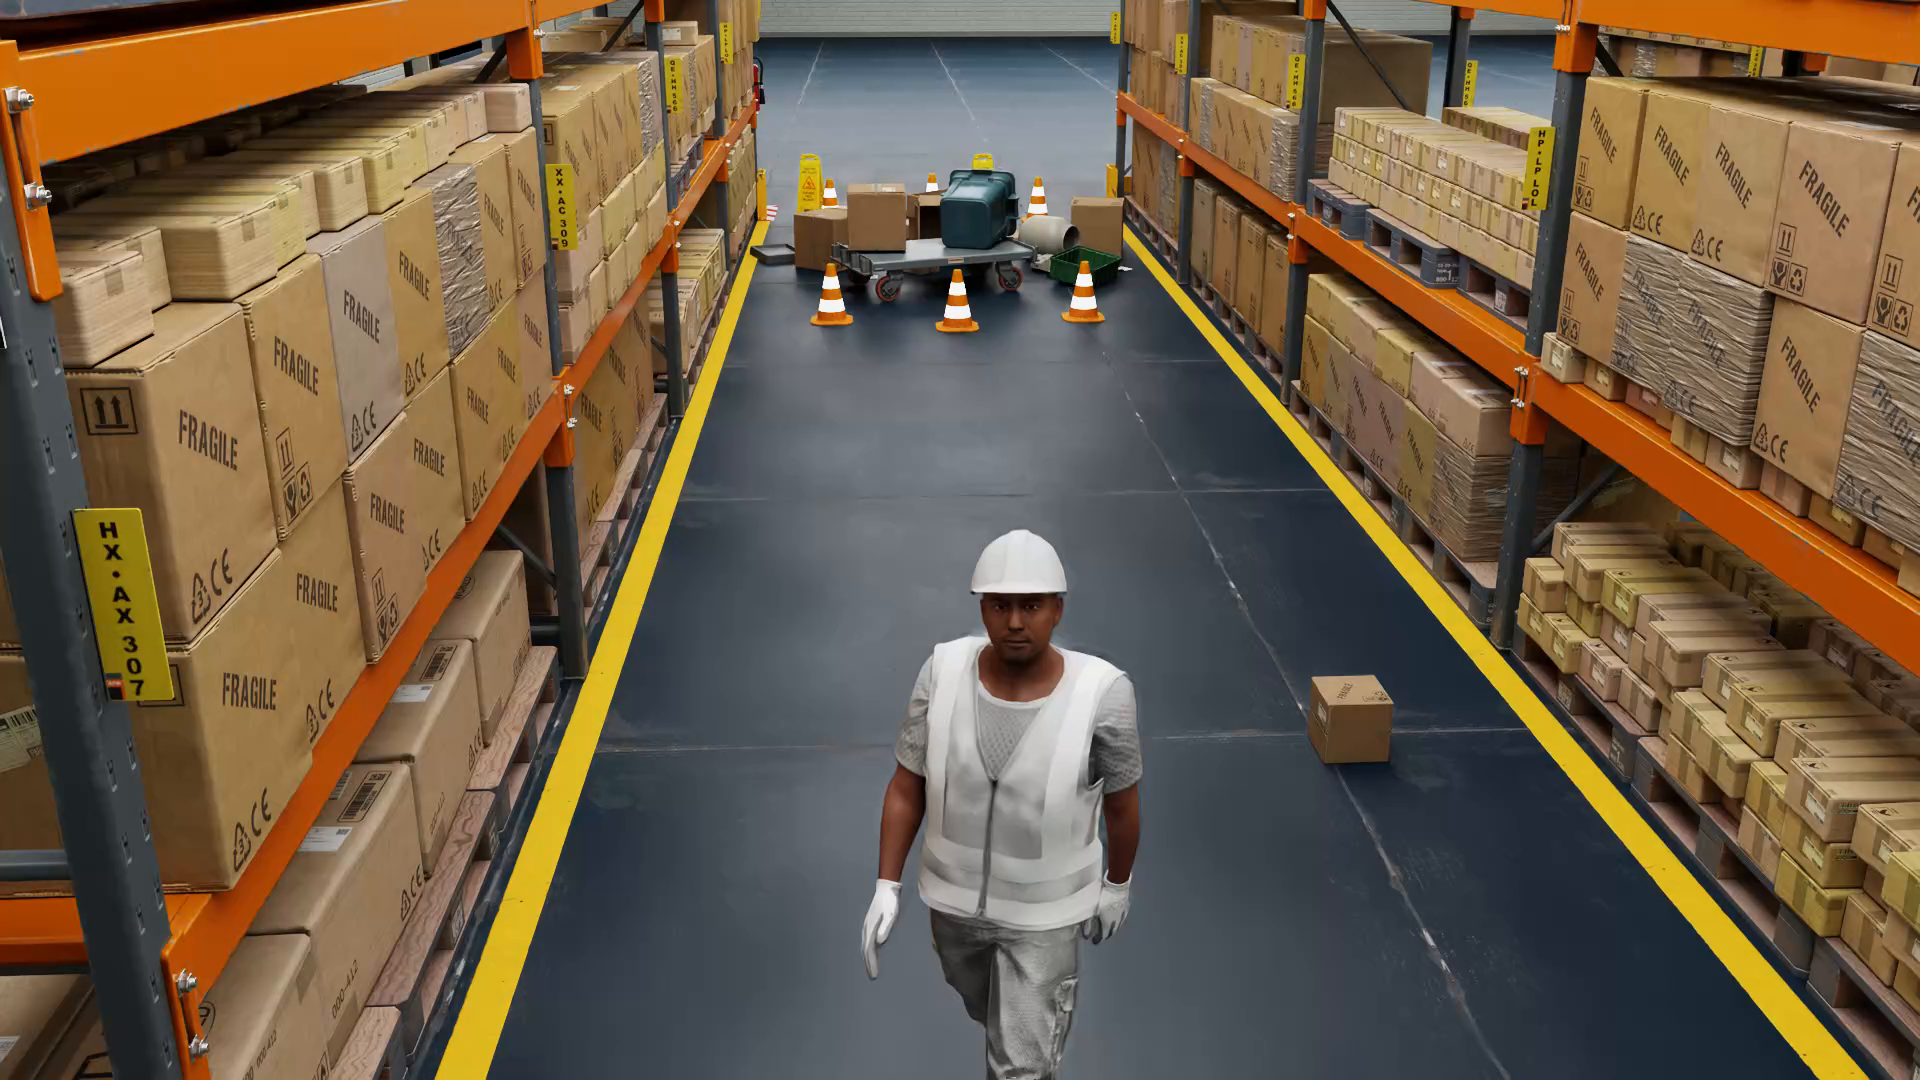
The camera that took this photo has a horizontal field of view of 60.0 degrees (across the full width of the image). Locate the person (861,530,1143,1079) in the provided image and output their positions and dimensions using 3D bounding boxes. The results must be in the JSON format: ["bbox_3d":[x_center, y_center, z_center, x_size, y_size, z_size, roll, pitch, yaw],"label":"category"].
[{"bbox_3d":[0.082,0.831,3.787,0.545,1.735,1.037,9,22,22],"label":"person"}]
